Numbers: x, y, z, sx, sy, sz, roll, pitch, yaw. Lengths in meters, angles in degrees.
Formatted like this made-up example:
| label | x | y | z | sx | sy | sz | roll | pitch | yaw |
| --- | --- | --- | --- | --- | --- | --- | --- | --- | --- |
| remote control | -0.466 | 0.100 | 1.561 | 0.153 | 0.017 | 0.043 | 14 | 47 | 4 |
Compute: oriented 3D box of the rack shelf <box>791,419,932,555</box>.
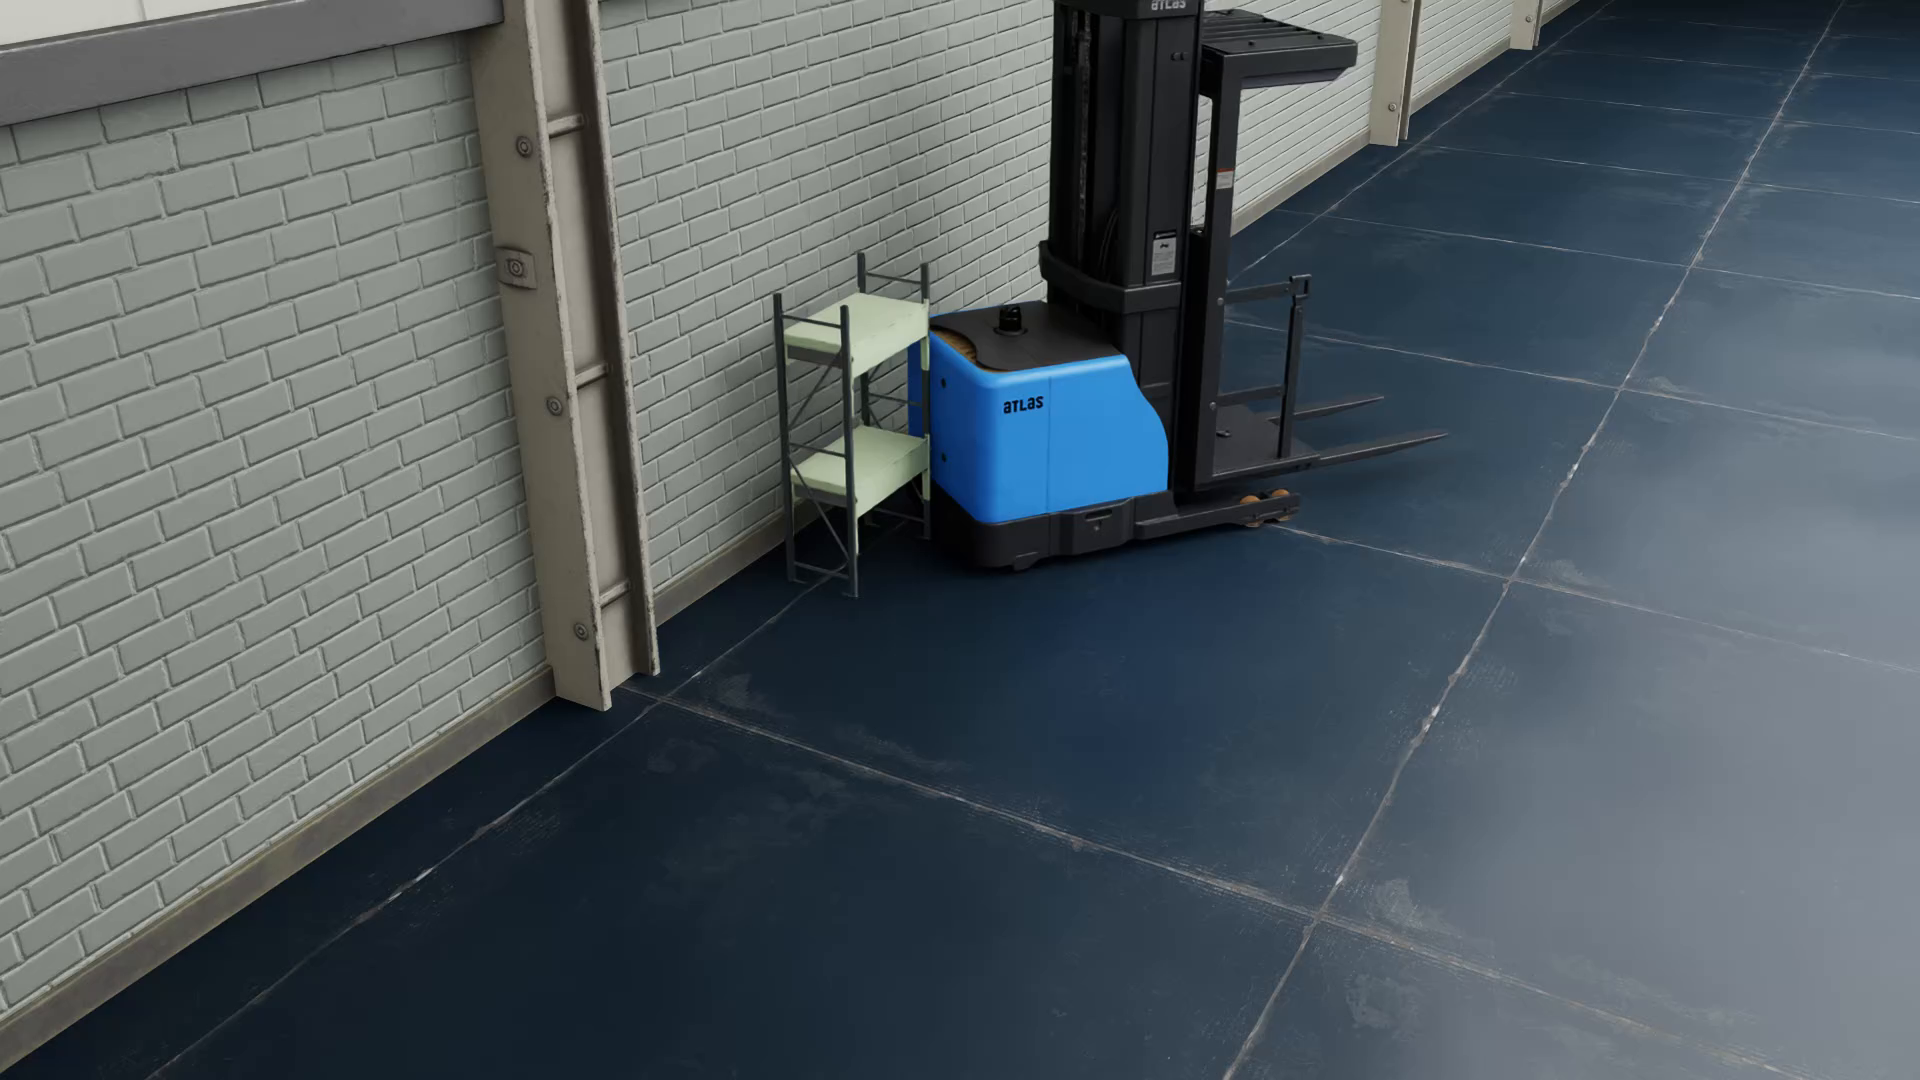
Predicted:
| label | x | y | z | sx | sy | sz | roll | pitch | yaw |
| --- | --- | --- | --- | --- | --- | --- | --- | --- | --- |
| rack shelf | -0.507 | -0.279 | 8.359 | 0.431 | 0.370 | 0.720 | 14 | 30 | 25 |

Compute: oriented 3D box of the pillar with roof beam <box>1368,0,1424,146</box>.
| label | x | y | z | sx | sy | sz | roll | pitch | yaw |
| --- | --- | --- | --- | --- | --- | --- | --- | --- | --- |
| pillar with roof beam | 8.062 | -7.115 | 12.910 | 9.100 | 9.000 | 0.400 | 14 | 30 | 26 |

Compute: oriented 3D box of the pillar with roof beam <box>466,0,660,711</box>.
| label | x | y | z | sx | sy | sz | roll | pitch | yaw |
| --- | --- | --- | --- | --- | --- | --- | --- | --- | --- |
| pillar with roof beam | 2.158 | -2.438 | 3.568 | 9.100 | 9.000 | 0.400 | 14 | 30 | 26 |

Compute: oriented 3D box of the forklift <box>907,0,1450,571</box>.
| label | x | y | z | sx | sy | sz | roll | pitch | yaw |
| --- | --- | --- | --- | --- | --- | --- | --- | --- | --- |
| forklift | 1.273 | -1.581 | 8.633 | 3.031 | 2.935 | 1.130 | -11 | 29 | -21 |

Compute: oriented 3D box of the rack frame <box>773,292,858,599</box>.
| label | x | y | z | sx | sy | sz | roll | pitch | yaw |
| --- | --- | --- | --- | --- | --- | --- | --- | --- | --- |
| rack frame | -0.682 | -0.426 | 7.926 | 0.400 | 1.500 | 0.023 | 14 | 30 | 25 |

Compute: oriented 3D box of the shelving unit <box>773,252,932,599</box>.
| label | x | y | z | sx | sy | sz | roll | pitch | yaw |
| --- | --- | --- | --- | --- | --- | --- | --- | --- | --- |
| shelving unit | -0.507 | -0.570 | 8.213 | 0.431 | 1.500 | 0.755 | 14 | 30 | 25 |

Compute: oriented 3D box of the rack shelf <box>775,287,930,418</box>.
| label | x | y | z | sx | sy | sz | roll | pitch | yaw |
| --- | --- | --- | --- | --- | --- | --- | --- | --- | --- |
| rack shelf | -0.507 | -0.919 | 8.039 | 0.431 | 0.370 | 0.720 | 14 | 30 | 25 |

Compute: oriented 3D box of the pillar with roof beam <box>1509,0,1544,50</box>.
| label | x | y | z | sx | sy | sz | roll | pitch | yaw |
| --- | --- | --- | --- | --- | --- | --- | --- | --- | --- |
| pillar with roof beam | 11.013 | -9.453 | 17.581 | 9.100 | 9.000 | 0.400 | 14 | 30 | 26 |

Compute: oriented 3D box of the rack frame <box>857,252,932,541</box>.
| label | x | y | z | sx | sy | sz | roll | pitch | yaw |
| --- | --- | --- | --- | --- | --- | --- | --- | --- | --- |
| rack frame | -0.331 | -0.714 | 8.500 | 0.400 | 1.500 | 0.023 | 14 | 30 | 25 |
